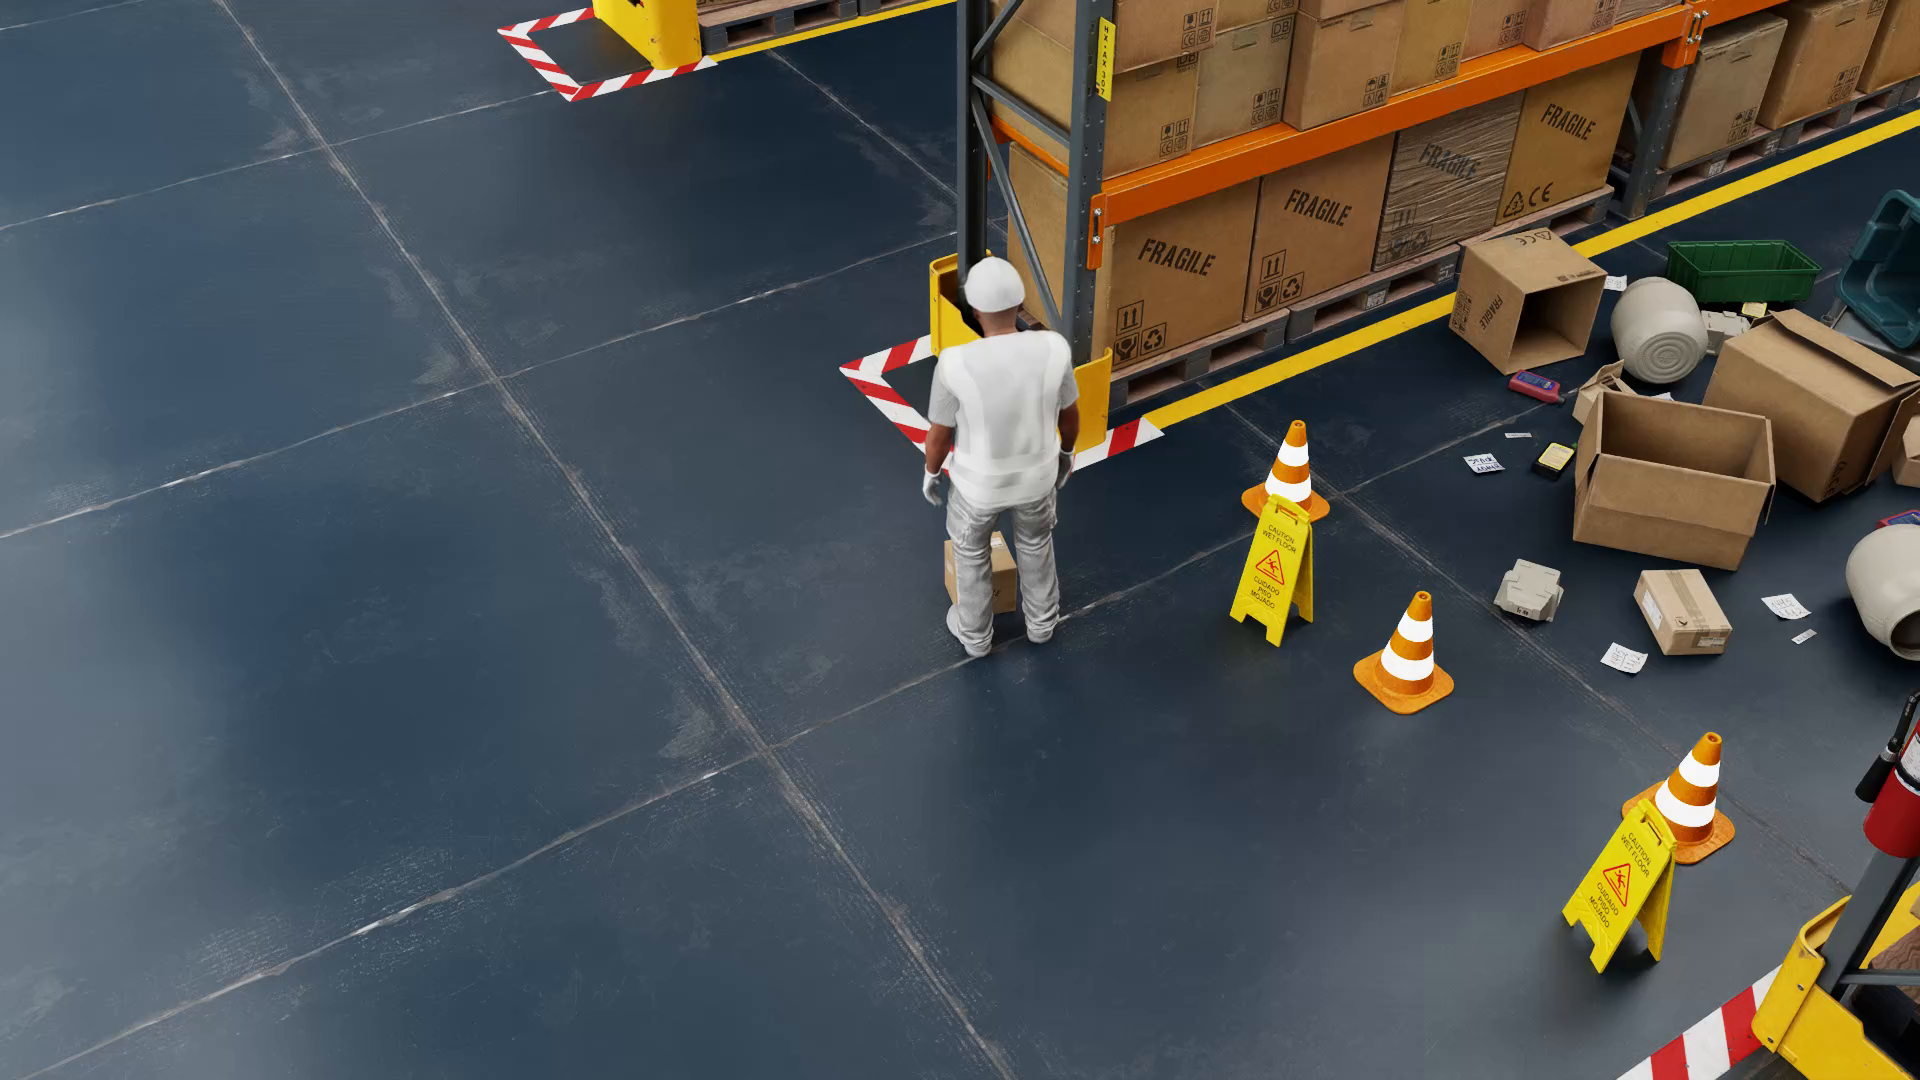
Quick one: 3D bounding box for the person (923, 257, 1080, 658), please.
[{"bbox_3d":[0.161,-0.282,6.479,0.618,1.775,0.446,-9,41,-10],"label":"person"}]
